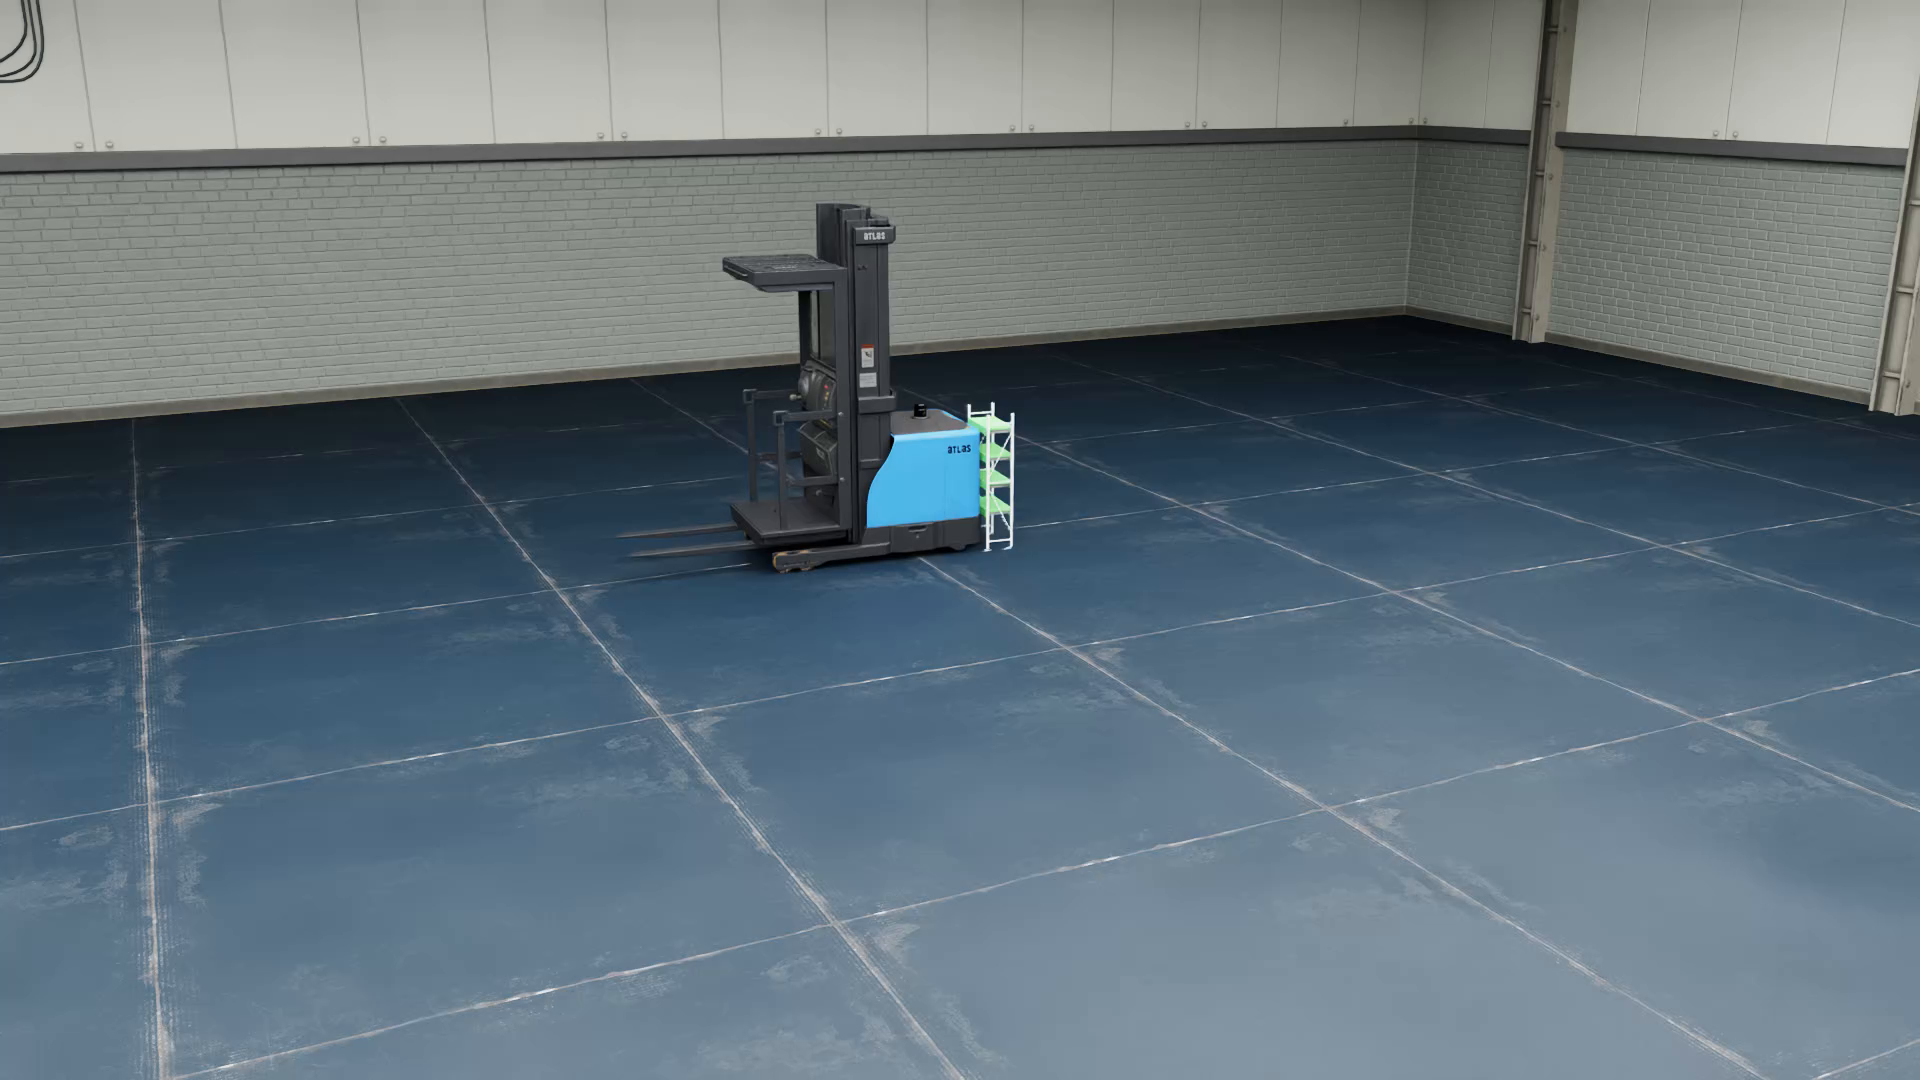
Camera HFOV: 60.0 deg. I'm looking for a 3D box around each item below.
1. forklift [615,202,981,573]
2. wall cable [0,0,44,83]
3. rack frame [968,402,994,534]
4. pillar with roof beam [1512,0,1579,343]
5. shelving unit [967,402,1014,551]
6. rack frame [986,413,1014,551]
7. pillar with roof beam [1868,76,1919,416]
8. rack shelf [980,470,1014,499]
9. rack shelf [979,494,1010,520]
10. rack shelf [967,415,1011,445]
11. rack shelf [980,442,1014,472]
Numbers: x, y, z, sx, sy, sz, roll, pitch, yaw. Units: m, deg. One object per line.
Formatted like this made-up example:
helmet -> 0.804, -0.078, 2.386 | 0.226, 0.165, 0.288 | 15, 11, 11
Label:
forklift -> -1.387, -1.300, 13.968 | 3.031, 2.935, 1.130 | -6, 17, -20
wall cable -> -11.207, -7.231, 17.468 | 2.305, 6.003, 0.169 | -8, 18, -25
rack frame -> 0.182, -0.621, 14.738 | 0.240, 1.200, 0.015 | -5, 17, -18
pillar with roof beam -> 4.801, -6.849, 22.302 | 9.100, 9.000, 0.400 | -8, 18, -25
shelving unit -> 0.263, -0.557, 14.517 | 0.258, 1.200, 0.503 | -5, 17, -18
rack frame -> 0.343, -0.494, 14.295 | 0.240, 1.200, 0.015 | -5, 17, -18
pillar with roof beam -> 7.429, -5.361, 17.118 | 9.100, 9.000, 0.400 | -8, 18, -25
rack shelf -> 0.263, -0.496, 14.534 | 0.258, 0.148, 0.480 | -5, 17, -18
rack shelf -> 0.262, -0.265, 14.600 | 0.258, 0.148, 0.480 | -5, 17, -18
rack shelf -> 0.263, -0.957, 14.402 | 0.258, 0.148, 0.480 | -5, 17, -18
rack shelf -> 0.263, -0.726, 14.468 | 0.258, 0.148, 0.480 | -5, 17, -18
